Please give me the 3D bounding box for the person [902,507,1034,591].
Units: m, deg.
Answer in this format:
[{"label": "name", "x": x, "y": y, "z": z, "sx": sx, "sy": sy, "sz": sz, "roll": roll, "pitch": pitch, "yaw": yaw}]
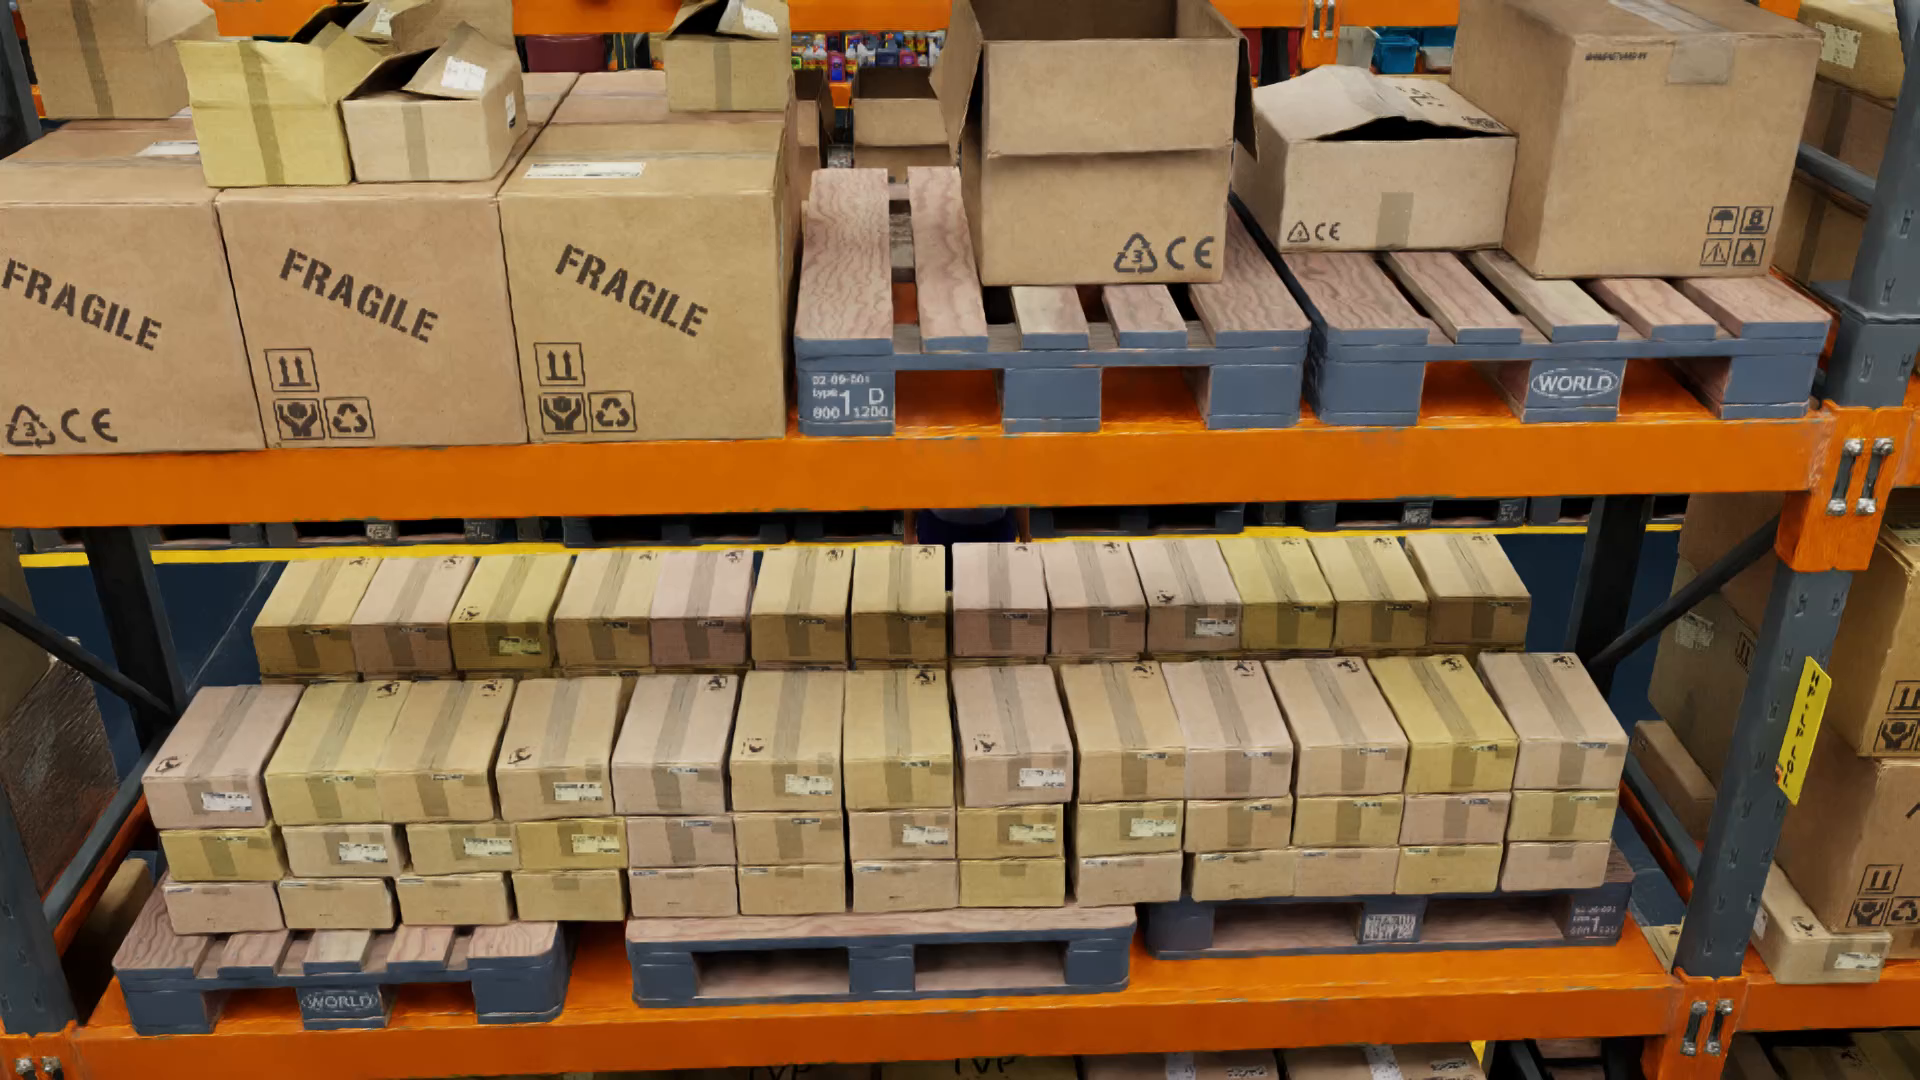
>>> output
[{"label": "person", "x": 0.031, "y": -0.024, "z": 7.145, "sx": 0.592, "sy": 1.632, "sz": 0.459, "roll": 0, "pitch": 28, "yaw": 0}]
